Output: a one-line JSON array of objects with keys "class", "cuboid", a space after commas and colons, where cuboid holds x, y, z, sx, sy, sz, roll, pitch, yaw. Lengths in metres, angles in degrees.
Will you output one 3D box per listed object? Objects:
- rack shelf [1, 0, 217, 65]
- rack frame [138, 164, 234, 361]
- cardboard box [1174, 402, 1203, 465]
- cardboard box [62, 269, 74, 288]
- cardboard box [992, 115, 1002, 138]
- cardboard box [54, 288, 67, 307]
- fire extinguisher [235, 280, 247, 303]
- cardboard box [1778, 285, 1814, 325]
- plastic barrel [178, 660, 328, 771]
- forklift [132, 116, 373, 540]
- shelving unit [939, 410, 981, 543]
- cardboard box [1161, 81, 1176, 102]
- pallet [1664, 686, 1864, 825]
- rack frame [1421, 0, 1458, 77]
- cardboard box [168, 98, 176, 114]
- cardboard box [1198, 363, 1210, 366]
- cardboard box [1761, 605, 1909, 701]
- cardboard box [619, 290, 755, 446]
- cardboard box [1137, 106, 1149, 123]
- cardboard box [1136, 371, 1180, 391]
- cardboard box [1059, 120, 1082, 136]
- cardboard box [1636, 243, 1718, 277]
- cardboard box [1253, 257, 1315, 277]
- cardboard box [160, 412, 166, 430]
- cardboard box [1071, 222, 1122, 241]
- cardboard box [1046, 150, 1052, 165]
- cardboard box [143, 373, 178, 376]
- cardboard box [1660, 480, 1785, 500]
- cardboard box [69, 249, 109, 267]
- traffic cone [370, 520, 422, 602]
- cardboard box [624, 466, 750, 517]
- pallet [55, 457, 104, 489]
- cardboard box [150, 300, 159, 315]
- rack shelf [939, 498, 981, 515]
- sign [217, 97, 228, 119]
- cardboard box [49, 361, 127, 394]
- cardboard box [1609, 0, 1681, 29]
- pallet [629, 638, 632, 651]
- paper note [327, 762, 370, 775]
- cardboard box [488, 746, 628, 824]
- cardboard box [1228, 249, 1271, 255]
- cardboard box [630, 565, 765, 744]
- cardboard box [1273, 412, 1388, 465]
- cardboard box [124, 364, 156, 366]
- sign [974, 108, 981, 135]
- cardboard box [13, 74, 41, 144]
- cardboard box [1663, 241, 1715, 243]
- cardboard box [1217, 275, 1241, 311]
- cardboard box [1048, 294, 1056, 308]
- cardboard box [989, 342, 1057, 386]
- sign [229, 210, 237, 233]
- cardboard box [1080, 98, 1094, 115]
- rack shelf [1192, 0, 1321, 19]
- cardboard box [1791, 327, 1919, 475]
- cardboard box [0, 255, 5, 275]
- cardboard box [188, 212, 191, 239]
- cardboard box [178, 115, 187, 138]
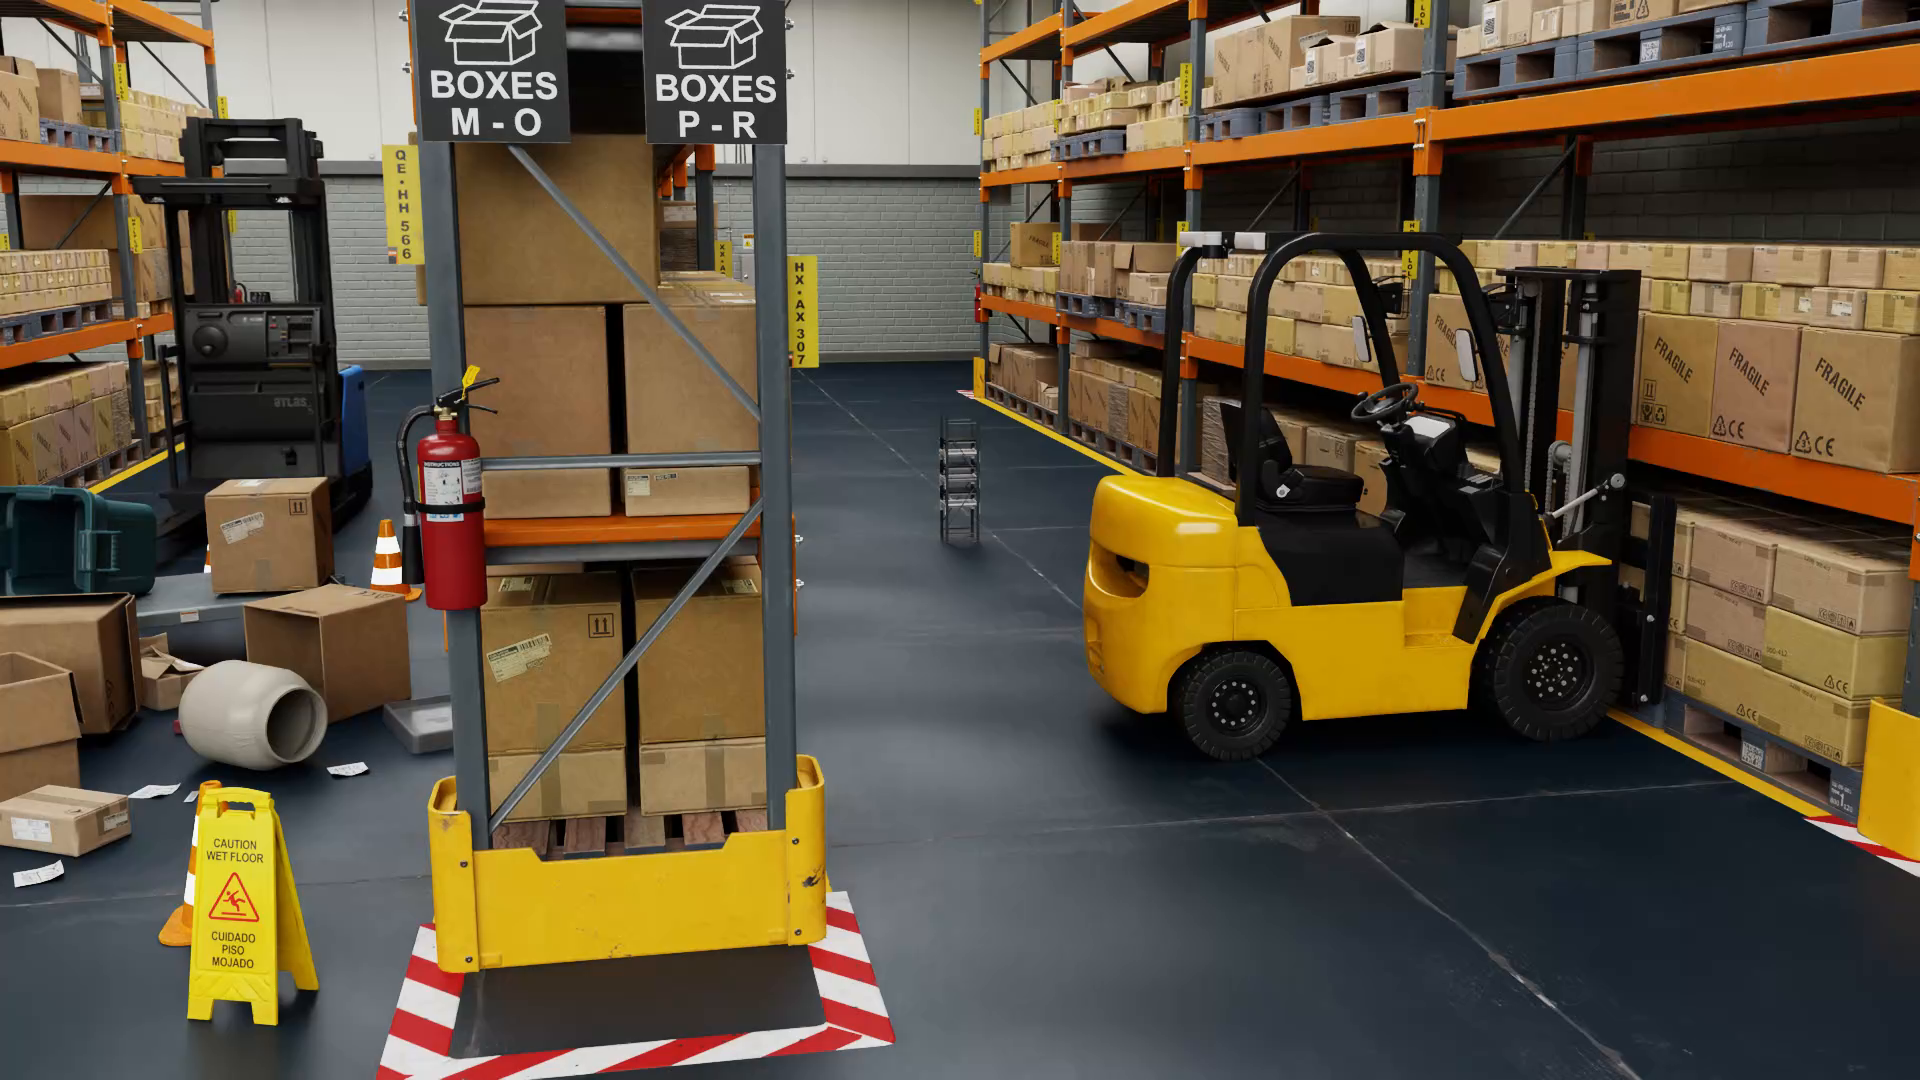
[{"class": "rack shelf", "cuboid": [-8.557, -5.185, 16.805, 1.077, 0.370, 4.000, -2, 11, -11]}, {"class": "rack frame", "cuboid": [-8.946, -2.960, 19.226, 1.000, 3.000, 0.127, -2, 11, -11]}, {"class": "cardboard box", "cuboid": [2.020, -0.921, 14.073, 0.500, 0.500, 0.500, -2, 11, -9]}, {"class": "cardboard box", "cuboid": [-7.693, -2.198, 13.975, 0.380, 0.149, 0.250, -3, 11, -14]}, {"class": "cardboard box", "cuboid": [0.678, -4.947, 19.911, 0.500, 0.250, 0.500, -2, 11, -11]}, {"class": "cardboard box", "cuboid": [-7.640, -2.005, 13.756, 0.380, 0.149, 0.250, -2, 11, -9]}, {"class": "fire extinguisher", "cuboid": [-8.543, -2.802, 19.599, 0.296, 0.674, 0.183, -2, 11, -11]}, {"class": "cardboard box", "cuboid": [3.458, -0.922, 6.516, 0.380, 0.149, 0.250, -2, 11, -10]}, {"class": "plastic barrel", "cuboid": [-2.885, 0.718, 6.793, 0.512, 0.421, 0.421, 6, 12, 28]}, {"class": "forklift", "cuboid": [-5.071, -1.514, 11.811, 1.130, 2.935, 3.031, -2, 11, -9]}, {"class": "shelving unit", "cuboid": [-0.002, -0.444, 11.620, 0.258, 0.900, 0.210, -2, 11, -11]}, {"class": "cardboard box", "cuboid": [1.908, -3.766, 13.975, 0.380, 0.149, 0.250, -2, 11, -13]}, {"class": "pallet", "cuboid": [3.680, 0.826, 6.793, 1.003, 0.211, 1.213, -2, 11, -11]}, {"class": "rack frame", "cuboid": [3.092, -4.086, 9.097, 1.000, 3.000, 0.127, -2, 11, -11]}, {"class": "cardboard box", "cuboid": [-8.316, -4.468, 17.124, 0.380, 0.149, 0.250, -2, 11, -13]}, {"class": "cardboard box", "cuboid": [2.184, -1.610, 15.962, 0.380, 0.149, 0.250, -2, 11, -10]}, {"class": "cardboard box", "cuboid": [3.468, 0.416, 6.384, 0.500, 0.250, 0.500, -2, 11, -12]}, {"class": "cardboard box", "cuboid": [-0.923, -0.611, 5.822, 0.500, 0.500, 0.500, -2, 11, -9]}, {"class": "cardboard box", "cuboid": [1.784, -3.761, 14.749, 0.380, 0.149, 0.250, -2, 11, -9]}, {"class": "cardboard box", "cuboid": [1.822, -1.446, 15.096, 0.380, 0.149, 0.250, -2, 11, -12]}, {"class": "cardboard box", "cuboid": [1.204, -4.142, 16.697, 0.380, 0.149, 0.250, -2, 11, -10]}, {"class": "cardboard box", "cuboid": [3.289, -1.258, 7.487, 0.380, 0.149, 0.250, -2, 11, -10]}, {"class": "cardboard box", "cuboid": [2.356, -1.984, 12.093, 0.380, 0.149, 0.250, -2, 11, -10]}, {"class": "cardboard box", "cuboid": [-7.976, -1.159, 16.267, 0.380, 0.149, 0.250, -2, 11, -9]}, {"class": "cardboard box", "cuboid": [1.507, -3.330, 18.768, 0.500, 0.500, 0.500, -2, 11, -13]}, {"class": "cardboard box", "cuboid": [1.131, -4.057, 17.636, 0.380, 0.149, 0.250, -2, 11, -11]}, {"class": "cardboard box", "cuboid": [-8.302, -1.636, 17.180, 0.380, 0.149, 0.250, -3, 11, -13]}, {"class": "cardboard box", "cuboid": [3.681, -0.125, 7.887, 0.500, 0.250, 0.500, -2, 11, -12]}, {"class": "cardboard box", "cuboid": [-7.899, -2.535, 14.951, 0.380, 0.149, 0.250, -2, 11, -8]}, {"class": "traffic cone", "cuboid": [-3.391, 0.112, 9.870, 0.336, 0.463, 0.334, -2, 11, -11]}, {"class": "cardboard box", "cuboid": [-0.862, -0.170, 5.242, 0.380, 0.149, 0.250, -2, 11, -11]}, {"class": "pallet", "cuboid": [-7.775, -0.490, 13.704, 1.003, 0.211, 1.213, -2, 11, -11]}, {"class": "cardboard box", "cuboid": [-8.176, -2.309, 16.475, 0.380, 0.149, 0.250, -3, 11, -14]}, {"class": "rack shelf", "cuboid": [-0.002, -0.234, 11.660, 0.258, 0.077, 0.200, -2, 11, -11]}, {"class": "sign", "cuboid": [-8.398, -4.885, 18.949, 0.100, 0.325, 0.005, -2, 11, -11]}, {"class": "cardboard box", "cuboid": [-7.776, -1.446, 14.826, 0.500, 0.250, 0.500, -2, 11, -13]}, {"class": "cardboard box", "cuboid": [3.367, -2.557, 7.422, 0.797, 0.503, 0.637, -2, 11, -9]}, {"class": "pallet", "cuboid": [-1.611, 0.534, 8.326, 1.003, 0.211, 1.213, -2, 11, -11]}, {"class": "paper note", "cuboid": [-2.483, 0.925, 6.753, 0.142, 0.019, 0.148, -6, 13, -31]}, {"class": "cardboard box", "cuboid": [-1.424, 0.778, 5.820, 0.500, 0.250, 0.500, -2, 11, -11]}, {"class": "cardboard box", "cuboid": [2.367, -2.228, 13.989, 0.500, 0.500, 0.500, -2, 11, -8]}, {"class": "cardboard box", "cuboid": [-0.889, 0.390, 5.852, 0.500, 0.500, 0.500, -3, 11, -13]}, {"class": "cardboard box", "cuboid": [2.687, -0.554, 11.814, 0.875, 0.625, 0.625, -3, 11, -13]}, {"class": "cardboard box", "cuboid": [-9.083, -1.853, 18.318, 0.380, 0.149, 0.250, -2, 11, -11]}, {"class": "sign", "cuboid": [0.225, -5.223, 20.755, 0.100, 0.325, 0.005, -2, 11, -11]}, {"class": "cardboard box", "cuboid": [-7.447, -3.313, 12.790, 0.500, 0.500, 0.500, -2, 11, -11]}, {"class": "cardboard box", "cuboid": [3.664, -1.418, 8.325, 0.380, 0.149, 0.250, -2, 11, -12]}, {"class": "cardboard box", "cuboid": [2.256, -1.862, 12.522, 0.500, 0.250, 0.500, -2, 11, -9]}, {"class": "cardboard box", "cuboid": [1.154, -2.579, 17.896, 0.380, 0.149, 0.250, -2, 11, -9]}, {"class": "cardboard box", "cuboid": [0.784, -2.204, 20.808, 0.797, 0.503, 0.637, -3, 11, -13]}, {"class": "sign", "cuboid": [-8.398, -3.701, 19.175, 0.100, 0.325, 0.005, -2, 11, -11]}, {"class": "cardboard box", "cuboid": [1.369, -4.146, 15.923, 0.380, 0.149, 0.250, -2, 11, -12]}, {"class": "rack shelf", "cuboid": [2.703, -3.903, 11.129, 1.077, 0.370, 4.000, -2, 11, -11]}, {"class": "cardboard box", "cuboid": [3.516, -0.535, 6.218, 0.500, 0.500, 0.500, -2, 11, -12]}, {"class": "cardboard box", "cuboid": [-7.389, -2.054, 12.424, 0.380, 0.149, 0.250, -2, 11, -11]}, {"class": "cardboard box", "cuboid": [-8.405, -3.384, 17.714, 0.500, 0.500, 0.500, -2, 11, -8]}, {"class": "cardboard box", "cuboid": [-8.410, -4.342, 17.531, 0.500, 0.250, 0.500, -2, 11, -10]}]
